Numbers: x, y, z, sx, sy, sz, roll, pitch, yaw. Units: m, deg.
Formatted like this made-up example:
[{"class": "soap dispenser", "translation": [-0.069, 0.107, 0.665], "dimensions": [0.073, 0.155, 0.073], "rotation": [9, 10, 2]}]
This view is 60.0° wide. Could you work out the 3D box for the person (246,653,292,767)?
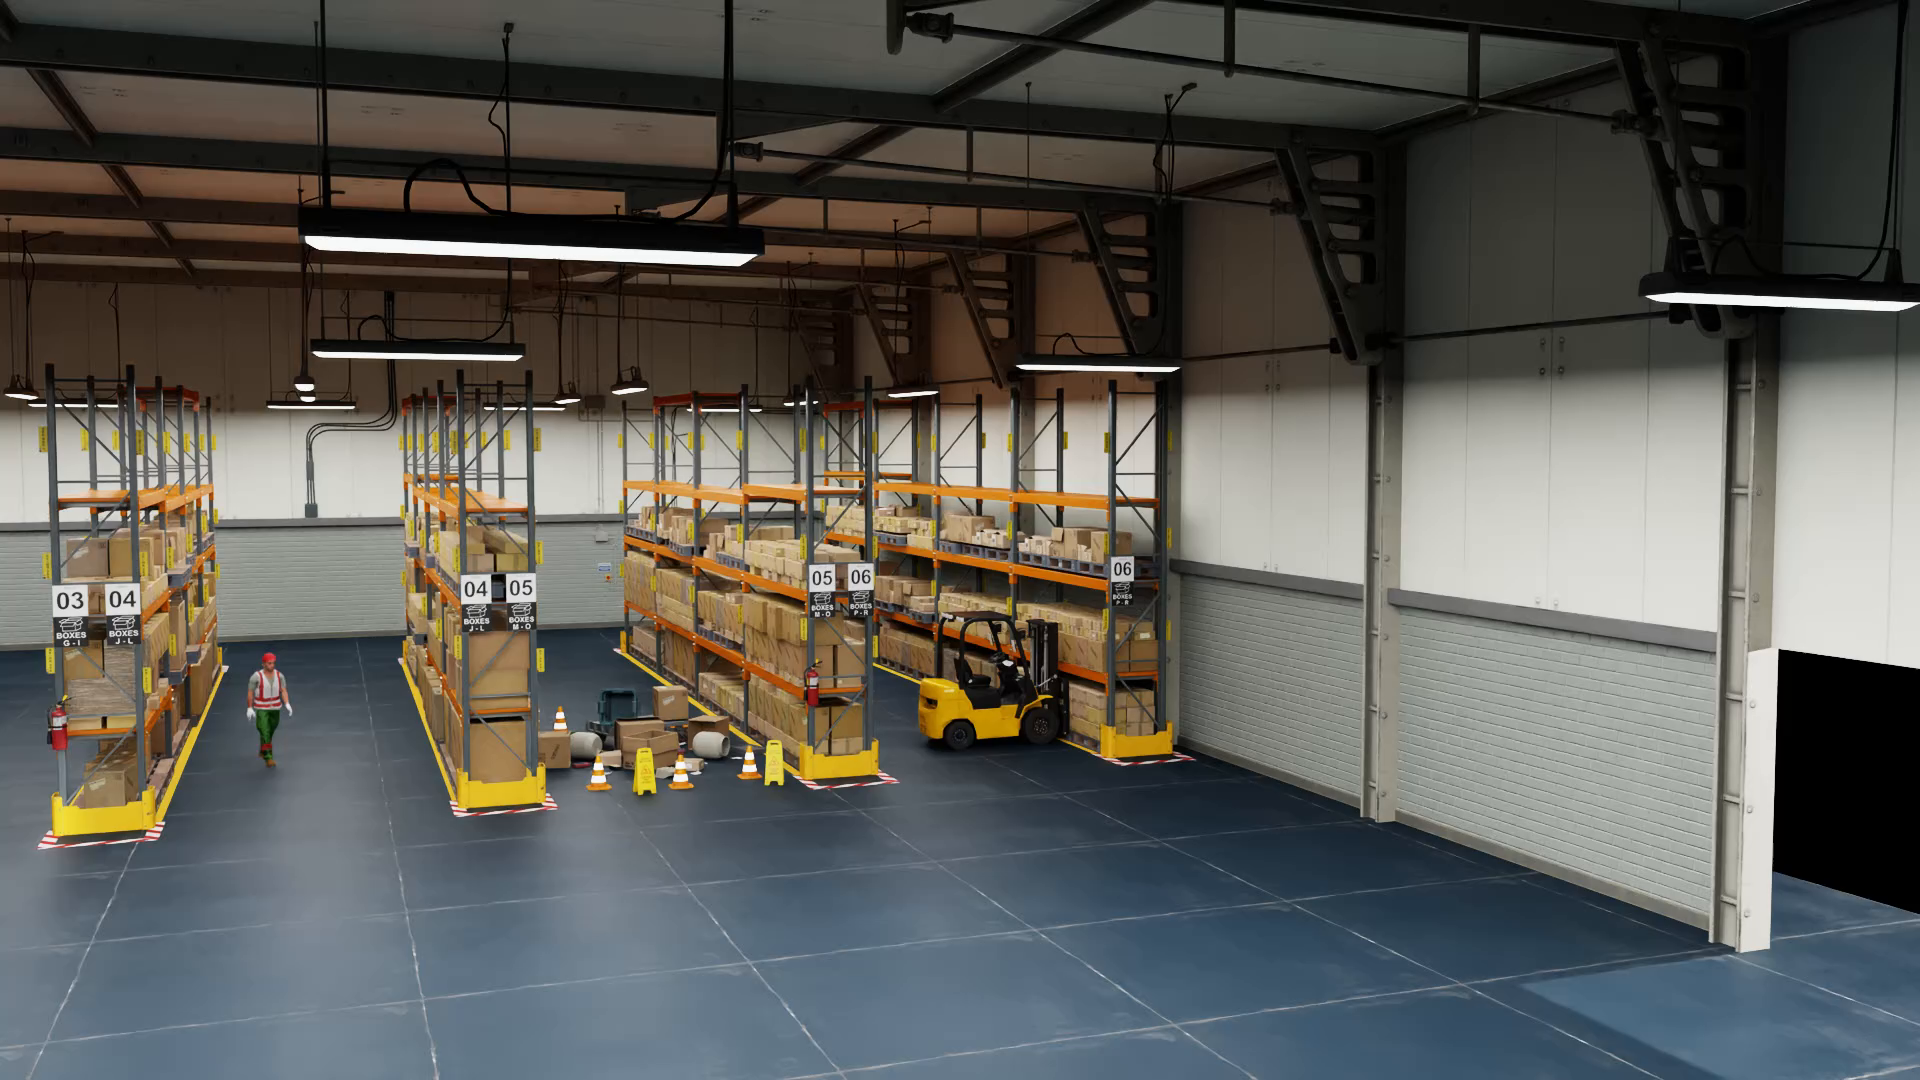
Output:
[{"class": "person", "translation": [-10.709, 2.607, 25.769], "dimensions": [0.575, 1.718, 1.126], "rotation": [-3, 5, -44]}]
